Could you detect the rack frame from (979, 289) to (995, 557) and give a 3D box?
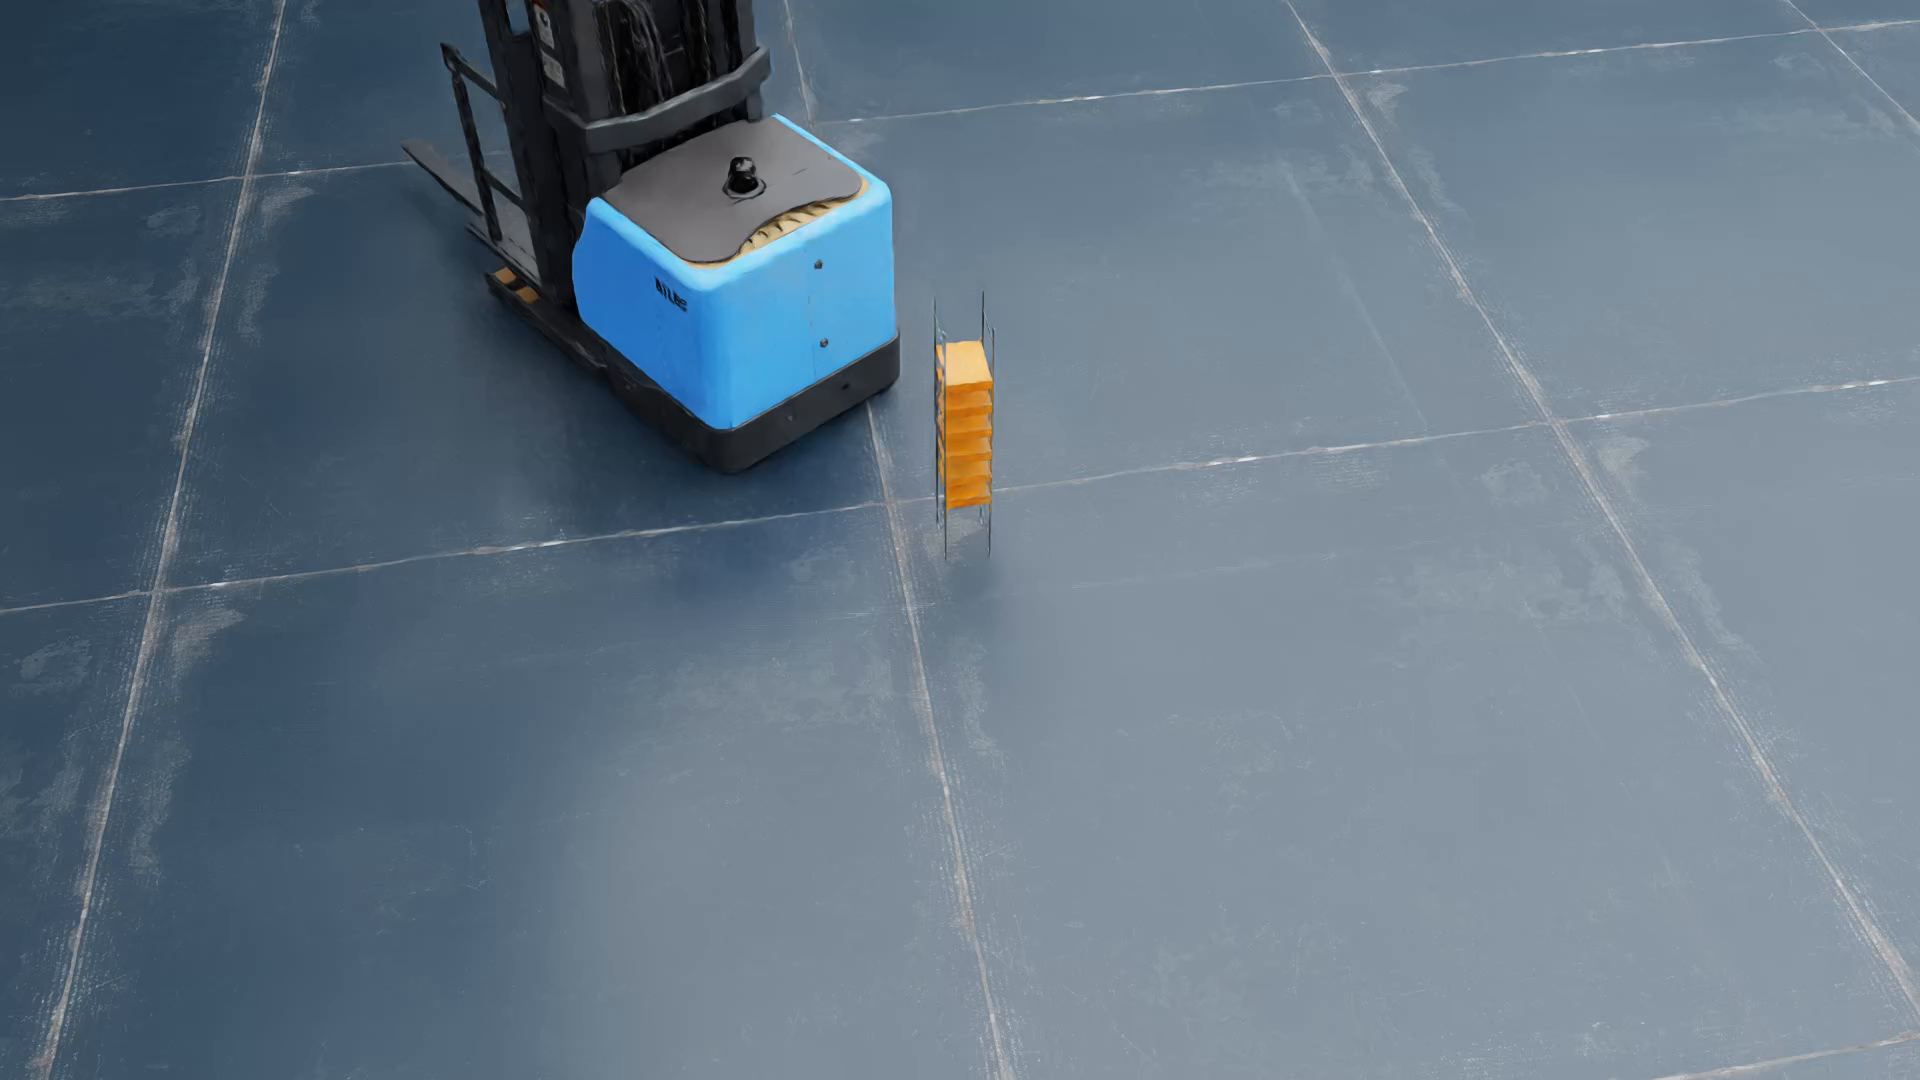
[{"bbox_3d":[0.104,-0.429,6.524,0.006,1.200,0.240,-7,46,-7],"label":"rack frame"}]

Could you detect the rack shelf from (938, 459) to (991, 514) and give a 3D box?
[{"bbox_3d":[0.014,-0.221,6.718,0.180,0.103,0.258,-7,46,-7],"label":"rack shelf"}]

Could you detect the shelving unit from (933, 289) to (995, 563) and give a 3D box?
[{"bbox_3d":[0.014,-0.418,6.513,0.189,1.200,0.258,-7,46,-7],"label":"shelving unit"}]

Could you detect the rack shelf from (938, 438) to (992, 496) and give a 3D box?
[{"bbox_3d":[0.014,-0.304,6.631,0.180,0.103,0.258,-7,46,-7],"label":"rack shelf"}]

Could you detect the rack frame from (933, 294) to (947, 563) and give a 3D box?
[{"bbox_3d":[-0.076,-0.407,6.502,0.006,1.200,0.240,-7,46,-7],"label":"rack frame"}]

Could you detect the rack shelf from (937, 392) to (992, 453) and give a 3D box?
[{"bbox_3d":[0.014,-0.471,6.458,0.180,0.103,0.258,-7,46,-7],"label":"rack shelf"}]

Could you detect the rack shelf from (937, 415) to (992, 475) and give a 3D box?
[{"bbox_3d":[0.014,-0.387,6.545,0.180,0.103,0.258,-7,46,-7],"label":"rack shelf"}]

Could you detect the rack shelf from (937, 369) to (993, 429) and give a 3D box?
[{"bbox_3d":[0.014,-0.554,6.372,0.180,0.103,0.258,-7,46,-7],"label":"rack shelf"}]

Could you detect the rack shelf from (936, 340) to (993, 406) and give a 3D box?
[{"bbox_3d":[0.014,-0.637,6.286,0.180,0.103,0.258,-7,46,-7],"label":"rack shelf"}]

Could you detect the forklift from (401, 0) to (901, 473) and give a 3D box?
[{"bbox_3d":[-1.632,-2.281,7.106,1.130,2.935,3.031,-33,55,-28],"label":"forklift"}]
